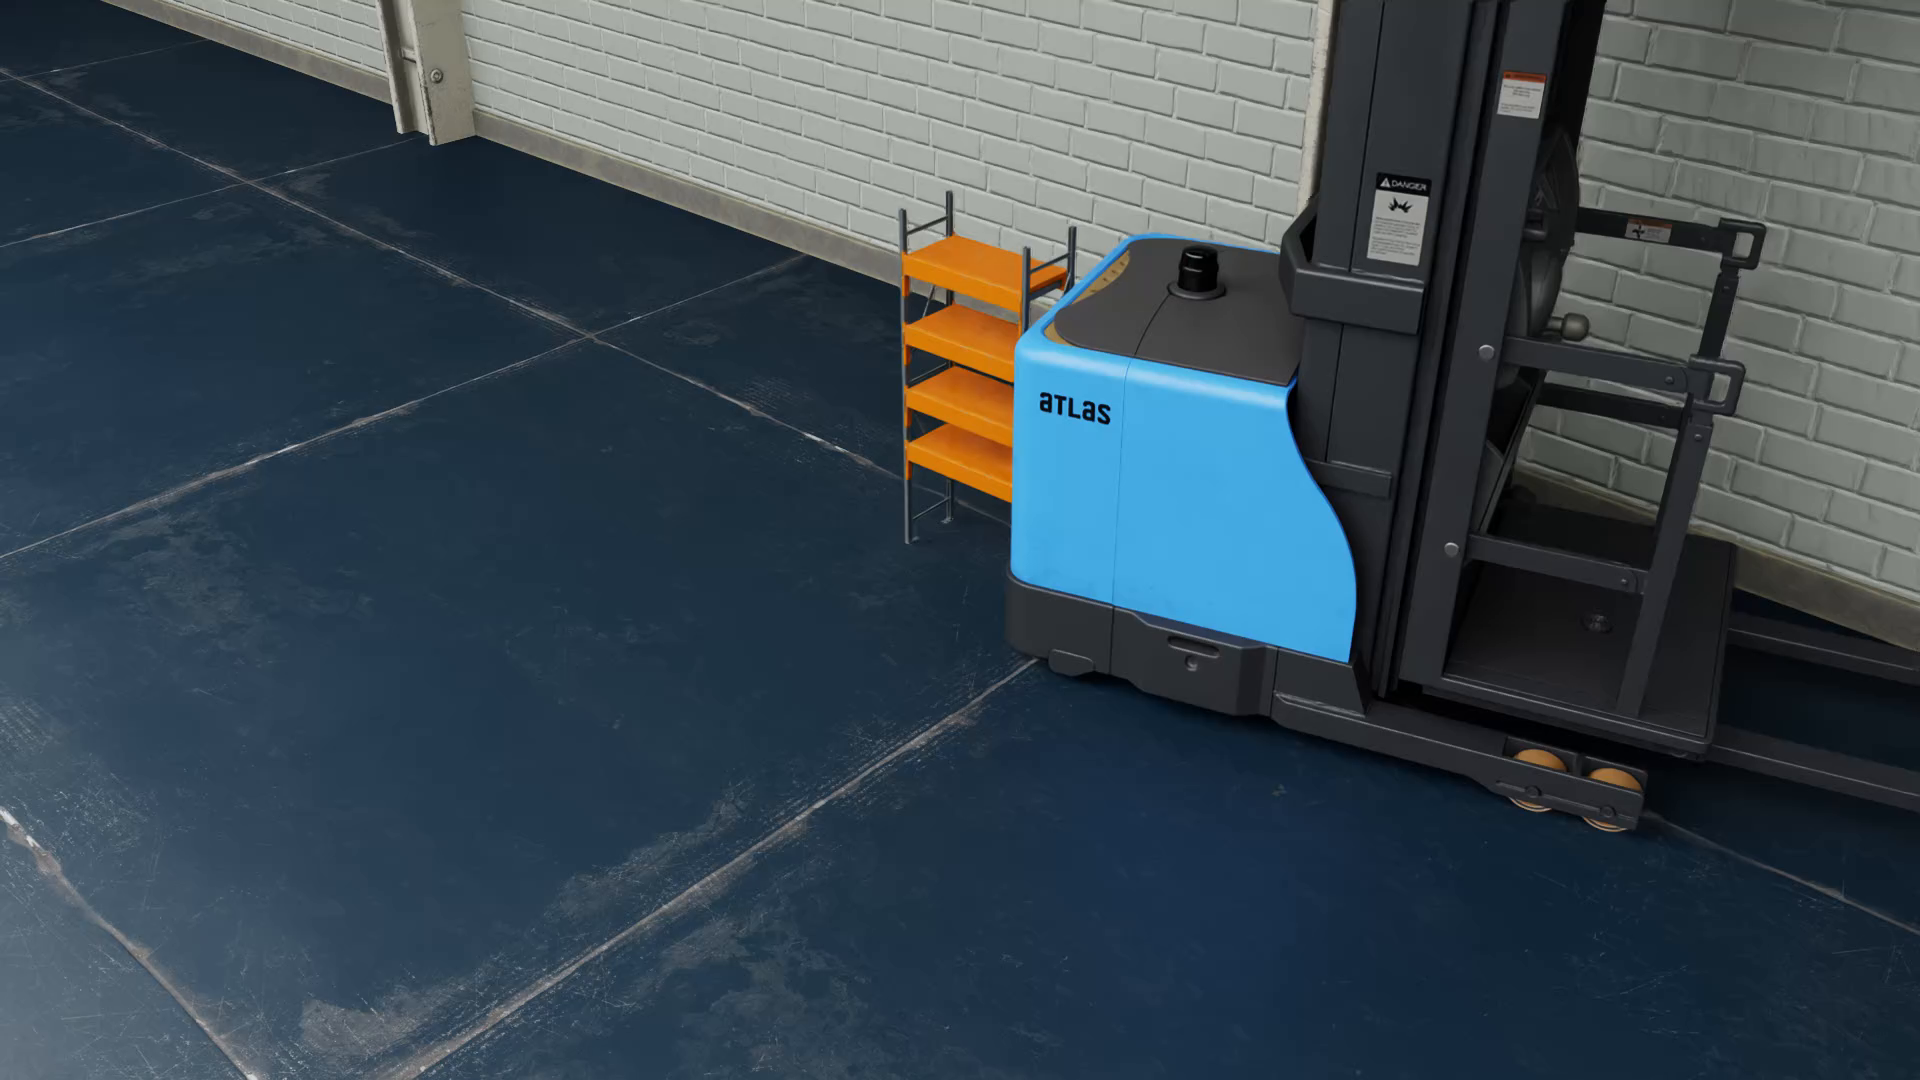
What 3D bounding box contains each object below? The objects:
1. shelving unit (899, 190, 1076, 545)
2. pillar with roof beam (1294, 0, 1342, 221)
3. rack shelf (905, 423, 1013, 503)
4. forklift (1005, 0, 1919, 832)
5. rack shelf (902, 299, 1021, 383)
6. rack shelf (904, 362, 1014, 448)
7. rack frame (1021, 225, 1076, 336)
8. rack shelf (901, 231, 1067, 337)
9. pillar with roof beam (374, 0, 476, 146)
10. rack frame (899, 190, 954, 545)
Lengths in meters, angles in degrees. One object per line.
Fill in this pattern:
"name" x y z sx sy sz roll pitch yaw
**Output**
"shelving unit" 0.080 -0.463 5.356 0.503 1.200 0.258 24 38 34
"pillar with roof beam" -1.479 -2.509 1.192 0.400 9.000 9.100 25 39 35
"rack shelf" 0.080 -0.235 5.493 0.480 0.148 0.258 24 38 34
"forklift" 1.696 -0.789 4.218 3.031 2.935 1.130 14 34 21
"rack shelf" 0.080 -0.597 5.275 0.480 0.148 0.258 24 38 34
"rack shelf" 0.080 -0.406 5.391 0.480 0.148 0.258 24 38 34
"rack frame" 0.265 -0.381 5.220 0.015 1.200 0.240 24 38 34
"rack shelf" 0.080 -0.800 5.153 0.480 0.148 0.258 24 38 34
"pillar with roof beam" -5.928 -4.585 4.641 0.400 9.000 9.100 25 39 35
"rack frame" -0.105 -0.545 5.492 0.015 1.200 0.240 24 38 34
